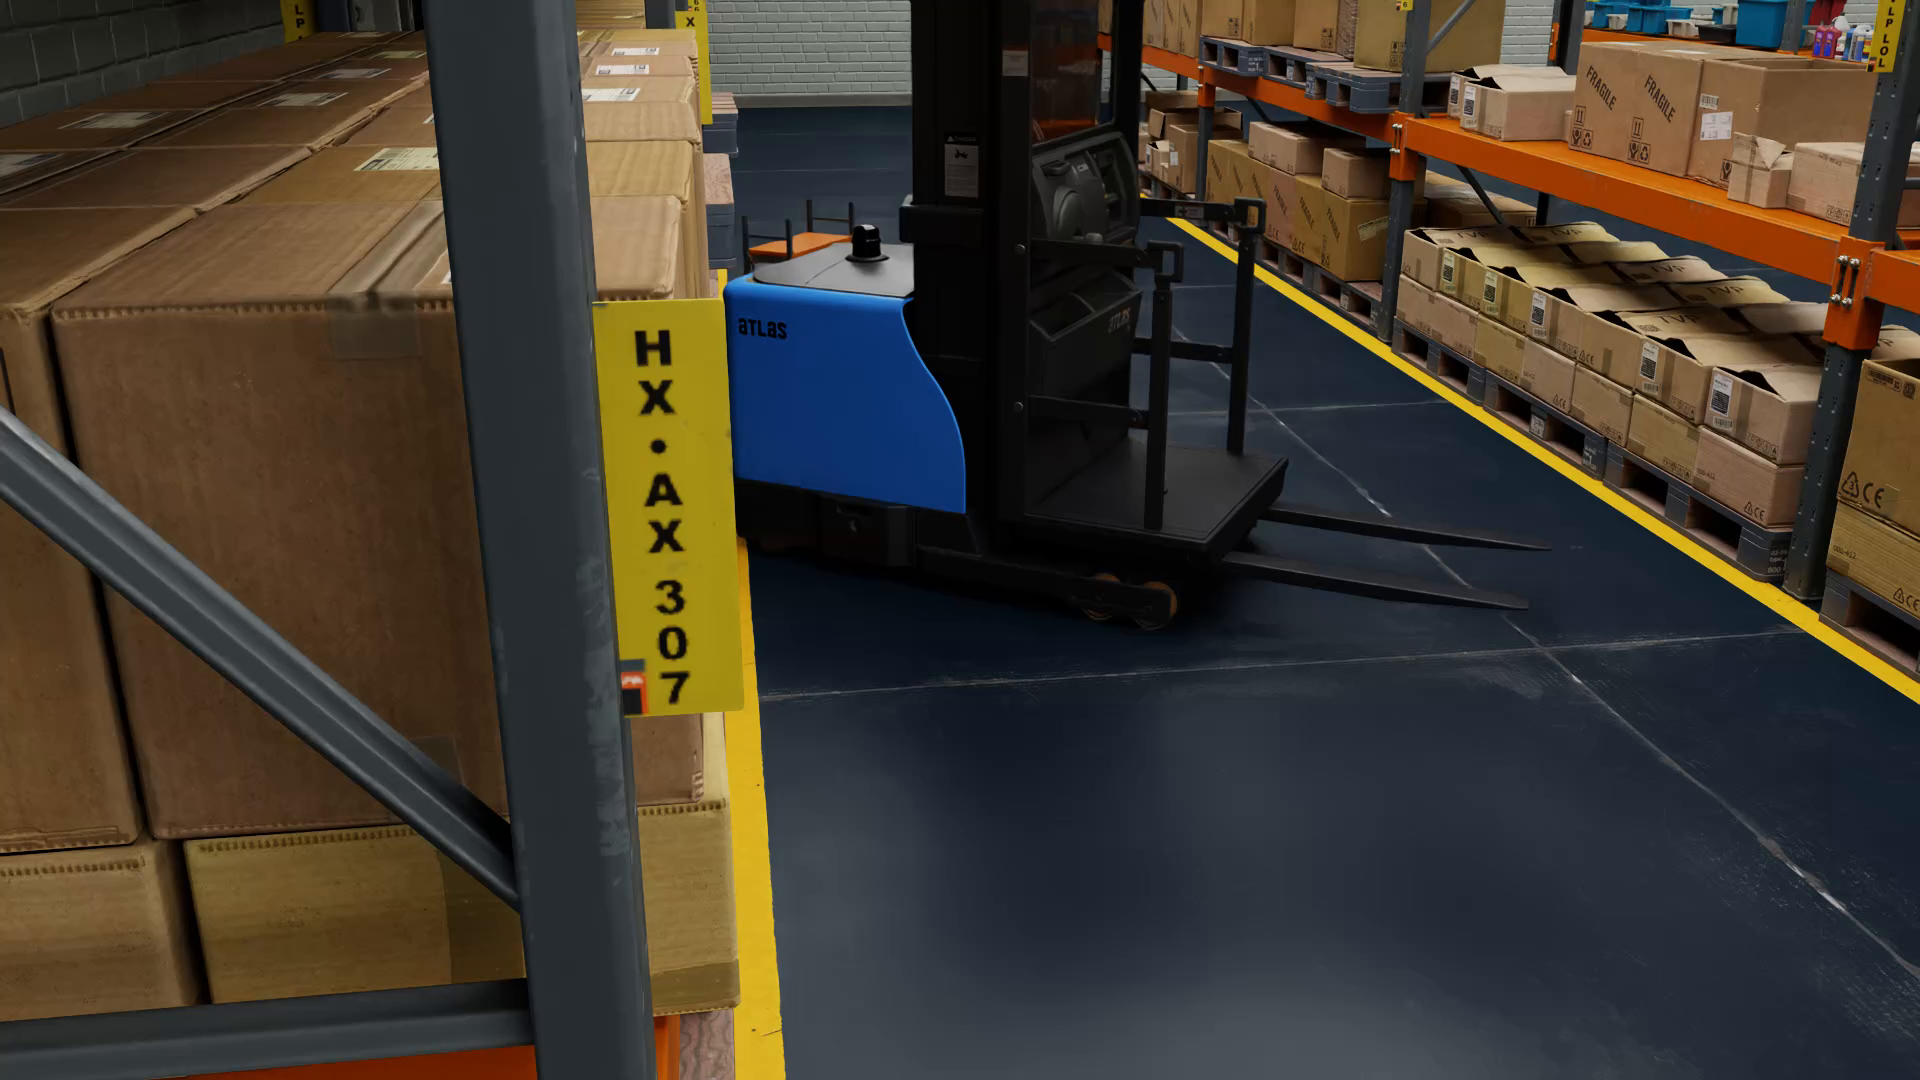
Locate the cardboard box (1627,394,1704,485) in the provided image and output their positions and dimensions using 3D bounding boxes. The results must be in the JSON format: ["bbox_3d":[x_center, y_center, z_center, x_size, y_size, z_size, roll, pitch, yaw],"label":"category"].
[{"bbox_3d":[3.152,-0.434,6.919,0.500,0.250,0.500,-3,21,-9],"label":"cardboard box"}]

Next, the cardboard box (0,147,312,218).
[{"bbox_3d":[-1.096,-0.202,2.085,0.500,0.500,0.500,-3,21,-7],"label":"cardboard box"}]

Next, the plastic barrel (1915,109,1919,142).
[{"bbox_3d":[7.482,-3.018,12.909,0.600,0.901,0.708,-3,21,-8],"label":"plastic barrel"}]

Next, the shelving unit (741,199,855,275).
[{"bbox_3d":[-0.675,-0.838,7.241,0.258,1.200,0.503,10,23,27],"label":"shelving unit"}]

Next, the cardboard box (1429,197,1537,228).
[{"bbox_3d":[3.210,-1.813,10.226,0.500,0.500,0.500,-2,21,-5],"label":"cardboard box"}]

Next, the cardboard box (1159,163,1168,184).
[{"bbox_3d":[1.940,-3.171,14.365,0.380,0.149,0.250,-3,21,-8],"label":"cardboard box"}]

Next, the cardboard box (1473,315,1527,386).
[{"bbox_3d":[2.932,-0.964,8.341,0.500,0.250,0.500,-3,21,-9],"label":"cardboard box"}]

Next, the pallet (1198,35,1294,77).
[{"bbox_3d":[2.424,-3.618,12.391,1.003,0.211,1.213,-3,21,-8],"label":"pallet"}]

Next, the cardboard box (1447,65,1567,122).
[{"bbox_3d":[3.002,-2.436,9.078,0.500,0.311,0.500,-2,21,-4],"label":"cardboard box"}]

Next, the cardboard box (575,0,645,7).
[{"bbox_3d":[-1.629,-2.015,7.052,0.700,0.500,0.500,-3,21,-8],"label":"cardboard box"}]

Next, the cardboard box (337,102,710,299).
[{"bbox_3d":[-0.656,-0.406,2.631,0.500,0.500,0.500,-4,21,-10],"label":"cardboard box"}]

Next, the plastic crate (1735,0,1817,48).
[{"bbox_3d":[6.914,-4.404,14.158,0.392,0.384,0.575,-3,21,-8],"label":"plastic crate"}]

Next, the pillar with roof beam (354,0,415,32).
[{"bbox_3d":[1.683,-4.888,6.943,9.100,9.000,0.400,-3,21,-8],"label":"pillar with roof beam"}]

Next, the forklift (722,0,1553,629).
[{"bbox_3d":[0.643,-1.269,5.926,3.031,2.935,1.130,9,22,24],"label":"forklift"}]

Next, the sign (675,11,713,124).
[{"bbox_3d":[-0.796,-1.405,4.954,0.100,0.325,0.005,-3,21,-8],"label":"sign"}]

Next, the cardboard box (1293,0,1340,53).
[{"bbox_3d":[2.732,-3.626,11.393,0.700,0.500,0.500,-8,22,-21],"label":"cardboard box"}]

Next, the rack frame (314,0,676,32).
[{"bbox_3d":[-1.332,-0.970,5.025,1.000,3.000,0.127,-3,21,-8],"label":"rack frame"}]

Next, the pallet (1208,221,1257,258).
[{"bbox_3d":[2.571,-2.404,12.852,1.003,0.211,1.213,-3,21,-8],"label":"pallet"}]

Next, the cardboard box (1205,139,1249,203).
[{"bbox_3d":[2.245,-2.846,12.992,0.500,0.500,0.500,-4,21,-10],"label":"cardboard box"}]

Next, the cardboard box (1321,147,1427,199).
[{"bbox_3d":[2.614,-2.323,10.521,0.500,0.250,0.500,-2,21,-6],"label":"cardboard box"}]

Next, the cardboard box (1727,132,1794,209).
[{"bbox_3d":[3.261,-1.453,6.511,0.396,0.266,0.258,-3,21,-9],"label":"cardboard box"}]

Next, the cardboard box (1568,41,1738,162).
[{"bbox_3d":[3.251,-2.072,7.835,0.500,0.500,0.500,-4,21,-11],"label":"cardboard box"}]

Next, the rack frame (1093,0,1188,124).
[{"bbox_3d":[1.840,-5.375,16.821,1.000,3.000,0.127,-3,21,-8],"label":"rack frame"}]

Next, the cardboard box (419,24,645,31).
[{"bbox_3d":[-1.371,-1.400,5.407,0.700,0.500,0.500,-3,21,-8],"label":"cardboard box"}]

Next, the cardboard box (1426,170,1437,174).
[{"bbox_3d":[2.982,-2.348,11.660,0.500,0.500,0.500,-4,21,-10],"label":"cardboard box"}]

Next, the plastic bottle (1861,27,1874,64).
[{"bbox_3d":[7.051,-3.831,12.870,0.097,0.271,0.097,0,20,0],"label":"plastic bottle"}]

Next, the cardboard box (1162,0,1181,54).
[{"bbox_3d":[2.015,-4.376,14.002,0.500,0.500,0.500,-2,21,-6],"label":"cardboard box"}]

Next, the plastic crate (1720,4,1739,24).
[{"bbox_3d":[7.281,-4.750,15.229,0.437,0.282,0.530,-3,21,-8],"label":"plastic crate"}]

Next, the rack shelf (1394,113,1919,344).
[{"bbox_3d":[3.282,-1.576,7.677,1.077,0.370,4.000,-3,21,-8],"label":"rack shelf"}]

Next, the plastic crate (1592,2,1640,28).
[{"bbox_3d":[6.547,-5.244,16.622,0.416,0.233,0.300,-3,21,-8],"label":"plastic crate"}]

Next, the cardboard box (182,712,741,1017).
[{"bbox_3d":[-0.511,0.291,1.835,0.500,0.250,0.500,-4,21,-9],"label":"cardboard box"}]

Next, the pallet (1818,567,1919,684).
[{"bbox_3d":[3.643,0.363,5.442,1.003,0.211,1.213,-3,21,-8],"label":"pallet"}]

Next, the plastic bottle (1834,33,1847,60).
[{"bbox_3d":[7.003,-3.912,13.188,0.097,0.201,0.097,0,20,0],"label":"plastic bottle"}]

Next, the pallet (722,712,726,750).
[{"bbox_3d":[-1.200,0.567,4.895,1.003,0.211,1.213,-3,21,-8],"label":"pallet"}]

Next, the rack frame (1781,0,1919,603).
[{"bbox_3d":[3.570,-1.221,5.697,1.000,3.000,0.127,-3,21,-8],"label":"rack frame"}]

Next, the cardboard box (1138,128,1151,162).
[{"bbox_3d":[1.782,-3.745,15.756,0.500,0.250,0.500,-3,21,-8],"label":"cardboard box"}]

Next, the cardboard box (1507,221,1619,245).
[{"bbox_3d":[3.312,-1.608,9.263,0.500,0.311,0.500,-2,21,-6],"label":"cardboard box"}]

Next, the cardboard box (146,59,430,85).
[{"bbox_3d":[-1.333,-0.735,3.510,0.500,0.500,0.500,-2,21,-6],"label":"cardboard box"}]

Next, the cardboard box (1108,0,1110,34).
[{"bbox_3d":[1.723,-5.077,15.879,0.500,0.500,0.500,-3,21,-8],"label":"cardboard box"}]

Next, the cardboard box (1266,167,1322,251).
[{"bbox_3d":[2.470,-2.313,11.566,0.500,0.500,0.500,-4,21,-10],"label":"cardboard box"}]

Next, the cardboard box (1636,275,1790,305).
[{"bbox_3d":[3.534,-1.080,7.849,0.500,0.311,0.500,-2,21,-6],"label":"cardboard box"}]

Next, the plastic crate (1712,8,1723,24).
[{"bbox_3d":[7.292,-4.876,15.637,0.416,0.233,0.300,-3,21,-8],"label":"plastic crate"}]

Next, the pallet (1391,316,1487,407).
[{"bbox_3d":[3.073,-1.012,9.125,1.003,0.211,1.213,-3,21,-8],"label":"pallet"}]

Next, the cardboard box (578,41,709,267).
[{"bbox_3d":[-0.880,-0.939,4.058,0.500,0.500,0.500,-3,21,-8],"label":"cardboard box"}]

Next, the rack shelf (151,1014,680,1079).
[{"bbox_3d":[-1.043,0.060,3.297,1.077,0.370,4.000,-3,21,-8],"label":"rack shelf"}]

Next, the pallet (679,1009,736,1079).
[{"bbox_3d":[-1.021,0.991,3.762,1.003,0.211,1.213,-3,21,-8],"label":"pallet"}]

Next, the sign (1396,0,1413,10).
[{"bbox_3d":[2.458,-3.080,9.135,0.100,0.325,0.005,-3,21,-8],"label":"sign"}]

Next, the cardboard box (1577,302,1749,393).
[{"bbox_3d":[3.077,-0.871,7.288,0.500,0.311,0.500,-3,21,-8],"label":"cardboard box"}]

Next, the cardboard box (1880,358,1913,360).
[{"bbox_3d":[3.757,-0.548,6.424,0.500,0.311,0.500,-3,21,-8],"label":"cardboard box"}]

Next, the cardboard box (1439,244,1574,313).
[{"bbox_3d":[2.862,-1.399,8.704,0.500,0.311,0.500,-3,21,-9],"label":"cardboard box"}]

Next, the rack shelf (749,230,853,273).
[{"bbox_3d":[-0.679,-1.207,7.106,0.258,0.148,0.480,10,23,27],"label":"rack shelf"}]

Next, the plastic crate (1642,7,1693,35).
[{"bbox_3d":[6.685,-4.912,15.734,0.416,0.233,0.300,-3,21,-8],"label":"plastic crate"}]
